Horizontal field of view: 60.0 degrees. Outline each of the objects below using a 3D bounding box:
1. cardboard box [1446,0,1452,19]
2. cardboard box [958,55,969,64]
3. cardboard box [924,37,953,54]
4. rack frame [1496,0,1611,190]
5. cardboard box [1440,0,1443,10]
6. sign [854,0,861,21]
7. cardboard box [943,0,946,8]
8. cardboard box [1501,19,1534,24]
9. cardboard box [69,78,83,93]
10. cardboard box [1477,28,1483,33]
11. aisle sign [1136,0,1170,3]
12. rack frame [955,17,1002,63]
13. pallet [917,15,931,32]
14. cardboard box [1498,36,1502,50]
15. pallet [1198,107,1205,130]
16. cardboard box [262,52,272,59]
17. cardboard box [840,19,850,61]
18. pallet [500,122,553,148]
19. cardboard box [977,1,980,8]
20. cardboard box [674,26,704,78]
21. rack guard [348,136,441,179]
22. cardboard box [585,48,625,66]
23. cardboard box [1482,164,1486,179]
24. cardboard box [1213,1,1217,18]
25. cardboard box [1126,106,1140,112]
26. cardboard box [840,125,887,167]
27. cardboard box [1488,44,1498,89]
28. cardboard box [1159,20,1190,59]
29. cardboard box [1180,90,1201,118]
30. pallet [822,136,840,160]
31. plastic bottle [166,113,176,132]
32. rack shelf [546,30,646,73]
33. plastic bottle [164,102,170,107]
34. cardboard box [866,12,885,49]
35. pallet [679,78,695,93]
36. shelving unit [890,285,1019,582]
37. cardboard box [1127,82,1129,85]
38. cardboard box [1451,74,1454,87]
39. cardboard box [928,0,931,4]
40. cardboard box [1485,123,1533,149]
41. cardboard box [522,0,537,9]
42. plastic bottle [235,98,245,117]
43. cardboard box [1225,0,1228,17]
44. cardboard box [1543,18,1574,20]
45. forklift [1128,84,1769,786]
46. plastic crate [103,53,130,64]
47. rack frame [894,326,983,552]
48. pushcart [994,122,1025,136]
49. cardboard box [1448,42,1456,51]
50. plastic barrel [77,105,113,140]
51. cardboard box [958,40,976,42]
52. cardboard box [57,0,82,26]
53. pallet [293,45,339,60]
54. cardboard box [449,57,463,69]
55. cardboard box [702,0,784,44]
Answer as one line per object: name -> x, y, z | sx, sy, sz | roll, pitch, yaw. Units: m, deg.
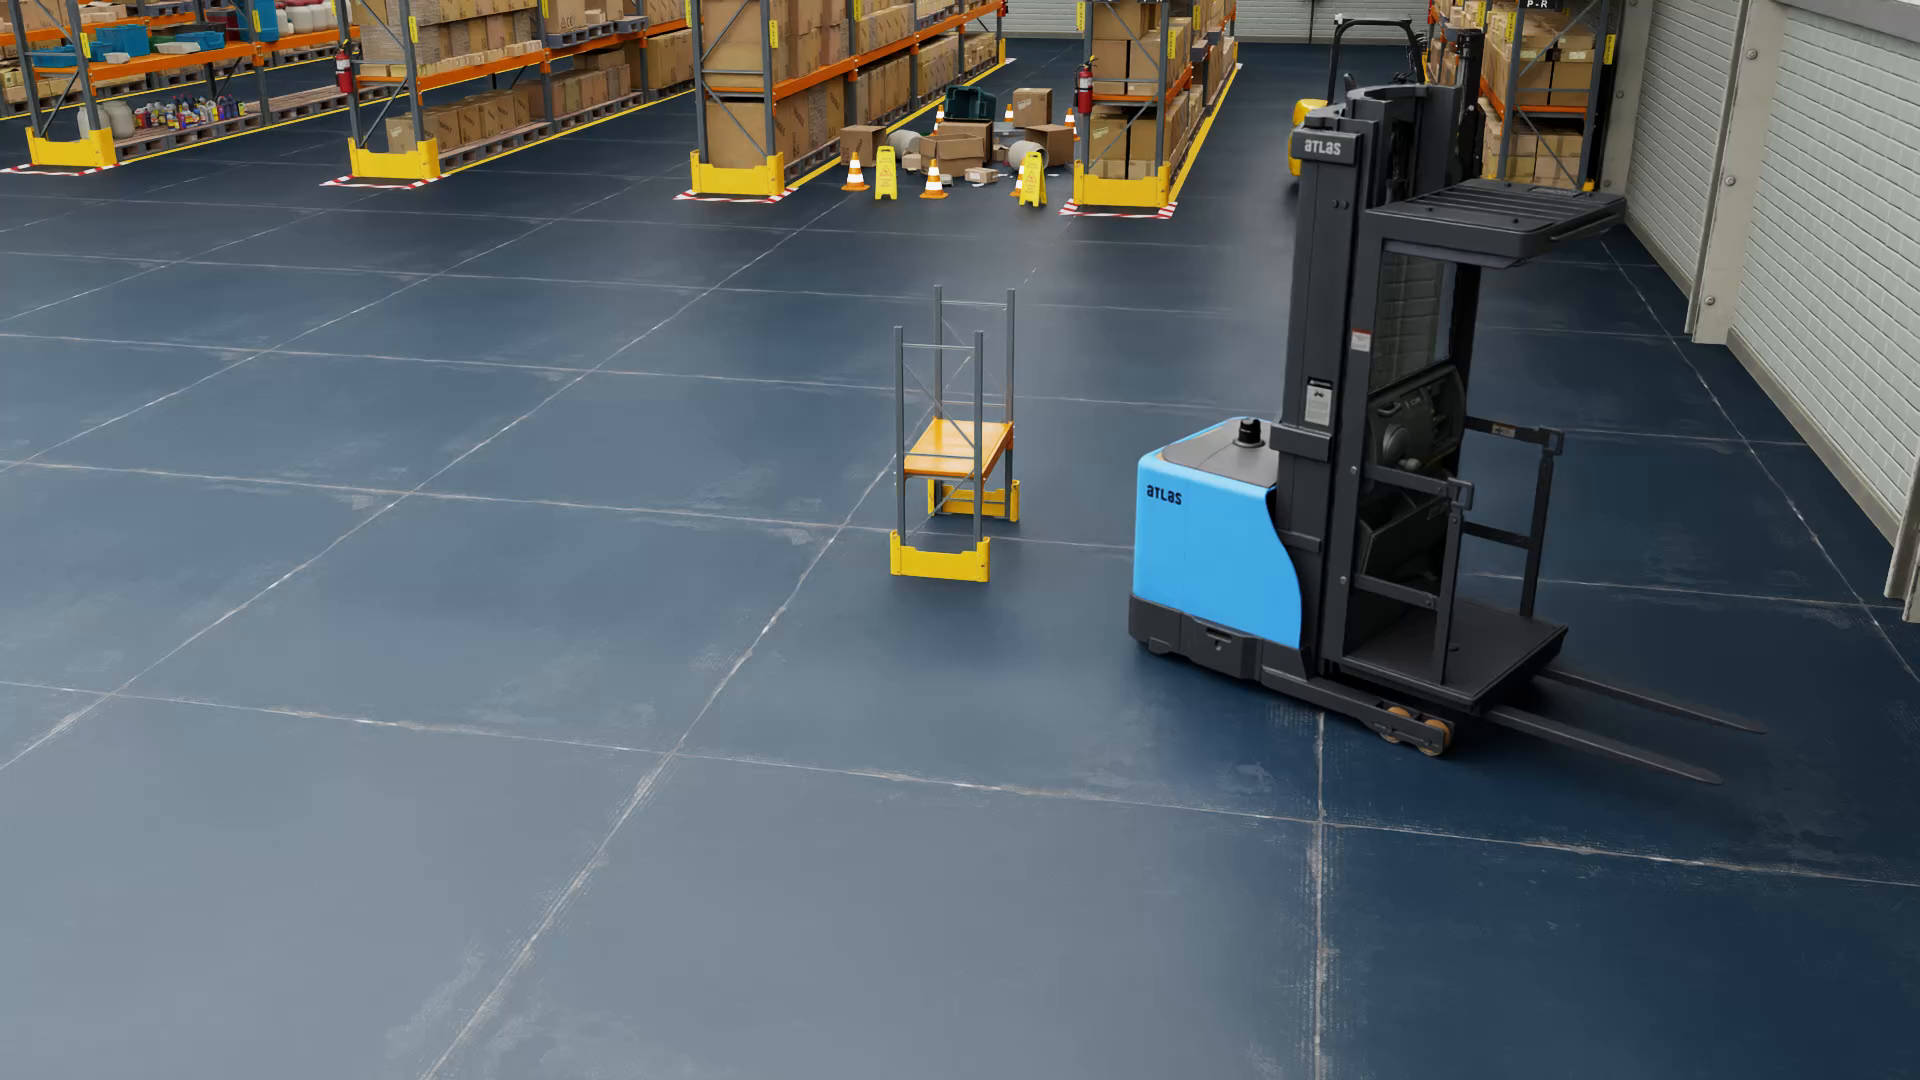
cardboard box -> 8.724, -9.195, 28.474 | 0.700, 0.500, 0.500 | 4, 22, 11
cardboard box -> -0.031, -9.426, 32.599 | 0.380, 0.149, 0.250 | 5, 23, 13
cardboard box -> -0.441, -9.212, 30.992 | 0.500, 0.250, 0.500 | 6, 23, 13
rack frame -> 6.859, -5.202, 19.254 | 1.000, 3.000, 0.127 | 4, 22, 11
cardboard box -> 9.261, -10.048, 31.090 | 0.500, 0.250, 0.500 | 5, 22, 11
sign -> -1.507, -7.778, 24.387 | 0.100, 0.325, 0.005 | 4, 22, 11
cardboard box -> -0.463, -9.948, 30.813 | 0.380, 0.149, 0.250 | 3, 22, 8
cardboard box -> 7.135, -6.579, 21.272 | 0.380, 0.149, 0.250 | 4, 22, 11
cardboard box -> -15.945, -8.164, 29.728 | 0.500, 0.250, 0.500 | 5, 22, 12
cardboard box -> 7.525, -7.026, 23.315 | 0.500, 0.250, 0.500 | 4, 22, 10
aisle sign -> 2.290, -6.738, 19.589 | 0.394, 0.787, 0.004 | 4, 22, 11
rack frame -> 0.397, -11.770, 35.564 | 1.000, 3.000, 0.127 | 4, 22, 11
pallet -> -1.194, -9.024, 29.003 | 1.213, 0.211, 1.003 | 4, 22, 11
cardboard box -> 6.893, -6.168, 20.651 | 0.380, 0.149, 0.250 | 5, 22, 11
pallet -> 3.471, -6.925, 27.266 | 1.003, 0.211, 1.213 | 4, 22, 11
cardboard box -> -14.771, -10.321, 34.723 | 0.500, 0.500, 0.500 | 4, 22, 11
cardboard box -> -2.115, -7.316, 24.302 | 0.875, 0.550, 0.550 | 4, 22, 11
pallet -> -6.989, -6.255, 25.602 | 1.003, 0.211, 1.213 | 4, 22, 11
cardboard box -> 0.181, -10.755, 33.379 | 0.380, 0.149, 0.250 | 5, 23, 13
cardboard box -> -5.546, -9.369, 31.885 | 1.225, 0.875, 0.875 | 4, 22, 9
rack guard -> -7.687, -5.202, 22.602 | 1.175, 0.500, 0.348 | 4, 22, 11
cardboard box -> -6.177, -8.405, 28.961 | 0.500, 0.250, 0.500 | 5, 23, 13
cardboard box -> 6.757, -4.498, 20.625 | 0.500, 0.250, 0.500 | 4, 22, 11
cardboard box -> 4.083, -9.022, 28.272 | 0.500, 0.250, 0.500 | 5, 22, 12
cardboard box -> 2.120, -5.534, 22.193 | 0.500, 0.500, 0.500 | 4, 22, 10
cardboard box -> -1.363, -5.578, 23.530 | 0.500, 0.500, 0.500 | 8, 23, 20
cardboard box -> 7.014, -6.009, 21.125 | 0.500, 0.500, 0.500 | 5, 22, 11
cardboard box -> 2.870, -6.856, 22.829 | 0.500, 0.500, 0.500 | 5, 23, 13
cardboard box -> 3.364, -7.004, 26.684 | 0.950, 0.372, 0.625 | 4, 22, 10
pallet -> -2.283, -5.816, 24.513 | 1.003, 0.211, 1.213 | 4, 22, 11
plastic bottle -> -11.876, -6.289, 25.018 | 0.097, 0.271, 0.097 | 0, 22, 0
rack shelf -> -6.478, -8.195, 27.648 | 1.077, 0.370, 4.000 | 4, 22, 11
plastic bottle -> -12.419, -6.729, 26.093 | 0.061, 0.283, 0.133 | 5, 23, 13
cardboard box -> -1.473, -7.967, 25.987 | 0.500, 0.500, 0.500 | 4, 22, 11
pallet -> -5.584, -8.694, 31.657 | 1.003, 0.211, 1.213 | 4, 22, 11
shelving unit -> -0.016, -0.668, 10.004 | 0.587, 1.500, 1.083 | 4, 22, 11
cardboard box -> 2.095, -5.988, 21.542 | 0.380, 0.149, 0.250 | 5, 22, 12
cardboard box -> 8.480, -7.516, 27.784 | 0.500, 0.500, 0.500 | 4, 22, 10
cardboard box -> -0.732, -9.603, 29.558 | 0.380, 0.149, 0.250 | 4, 22, 11
cardboard box -> 6.746, -4.964, 20.444 | 0.500, 0.250, 0.500 | 5, 22, 12
cardboard box -> -6.709, -8.259, 24.976 | 0.500, 0.500, 0.500 | 4, 22, 11
plastic bottle -> -11.510, -6.917, 26.561 | 0.061, 0.283, 0.133 | 6, 23, 14
cardboard box -> 4.800, -10.165, 31.445 | 0.500, 0.500, 0.500 | 5, 23, 13
cardboard box -> 7.711, -6.634, 21.410 | 0.380, 0.149, 0.250 | 4, 22, 10
forklift -> 2.344, -0.566, 7.835 | 3.031, 2.935, 1.130 | 18, 28, 38
plastic crate -> -12.053, -6.892, 23.804 | 0.298, 0.136, 0.250 | 4, 22, 11
rack frame -> -0.121, -0.479, 9.534 | 0.500, 1.500, 0.032 | 4, 22, 11
pushcart -> 0.573, -5.981, 24.698 | 1.648, 0.377, 0.936 | -3, 22, -8
cardboard box -> 8.968, -8.855, 29.842 | 0.380, 0.149, 0.250 | 3, 22, 8
plastic barrel -> -12.492, -5.999, 24.002 | 0.421, 0.512, 0.421 | 0, 22, 0
cardboard box -> 0.110, -10.049, 33.746 | 0.380, 0.149, 0.250 | 4, 22, 9
cardboard box -> -16.093, -9.448, 29.663 | 0.500, 0.500, 0.500 | 3, 22, 8
pallet -> -14.563, -10.884, 37.097 | 1.003, 0.211, 1.213 | 4, 22, 11
cardboard box -> -7.187, -6.668, 23.230 | 0.380, 0.149, 0.250 | 4, 22, 11
cardboard box -> -2.754, -6.622, 21.135 | 0.875, 0.550, 0.550 | 4, 22, 11
